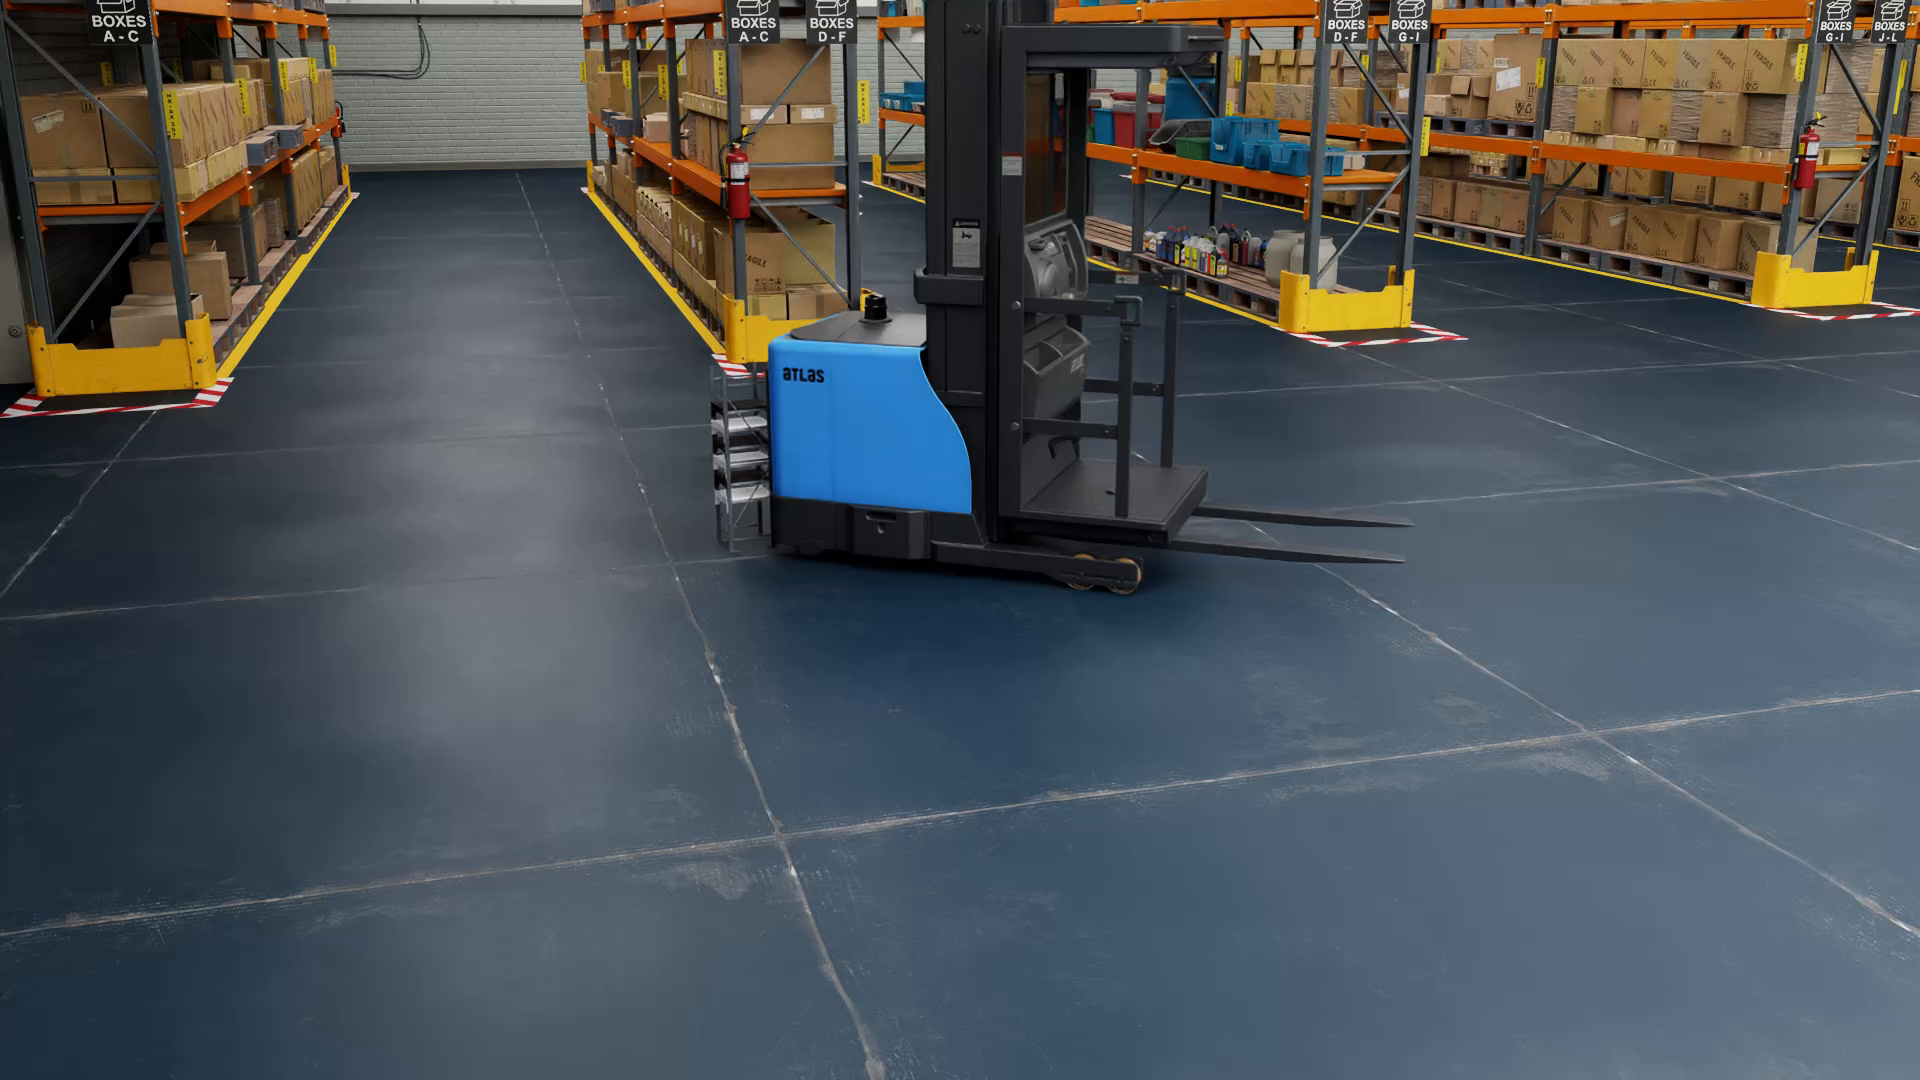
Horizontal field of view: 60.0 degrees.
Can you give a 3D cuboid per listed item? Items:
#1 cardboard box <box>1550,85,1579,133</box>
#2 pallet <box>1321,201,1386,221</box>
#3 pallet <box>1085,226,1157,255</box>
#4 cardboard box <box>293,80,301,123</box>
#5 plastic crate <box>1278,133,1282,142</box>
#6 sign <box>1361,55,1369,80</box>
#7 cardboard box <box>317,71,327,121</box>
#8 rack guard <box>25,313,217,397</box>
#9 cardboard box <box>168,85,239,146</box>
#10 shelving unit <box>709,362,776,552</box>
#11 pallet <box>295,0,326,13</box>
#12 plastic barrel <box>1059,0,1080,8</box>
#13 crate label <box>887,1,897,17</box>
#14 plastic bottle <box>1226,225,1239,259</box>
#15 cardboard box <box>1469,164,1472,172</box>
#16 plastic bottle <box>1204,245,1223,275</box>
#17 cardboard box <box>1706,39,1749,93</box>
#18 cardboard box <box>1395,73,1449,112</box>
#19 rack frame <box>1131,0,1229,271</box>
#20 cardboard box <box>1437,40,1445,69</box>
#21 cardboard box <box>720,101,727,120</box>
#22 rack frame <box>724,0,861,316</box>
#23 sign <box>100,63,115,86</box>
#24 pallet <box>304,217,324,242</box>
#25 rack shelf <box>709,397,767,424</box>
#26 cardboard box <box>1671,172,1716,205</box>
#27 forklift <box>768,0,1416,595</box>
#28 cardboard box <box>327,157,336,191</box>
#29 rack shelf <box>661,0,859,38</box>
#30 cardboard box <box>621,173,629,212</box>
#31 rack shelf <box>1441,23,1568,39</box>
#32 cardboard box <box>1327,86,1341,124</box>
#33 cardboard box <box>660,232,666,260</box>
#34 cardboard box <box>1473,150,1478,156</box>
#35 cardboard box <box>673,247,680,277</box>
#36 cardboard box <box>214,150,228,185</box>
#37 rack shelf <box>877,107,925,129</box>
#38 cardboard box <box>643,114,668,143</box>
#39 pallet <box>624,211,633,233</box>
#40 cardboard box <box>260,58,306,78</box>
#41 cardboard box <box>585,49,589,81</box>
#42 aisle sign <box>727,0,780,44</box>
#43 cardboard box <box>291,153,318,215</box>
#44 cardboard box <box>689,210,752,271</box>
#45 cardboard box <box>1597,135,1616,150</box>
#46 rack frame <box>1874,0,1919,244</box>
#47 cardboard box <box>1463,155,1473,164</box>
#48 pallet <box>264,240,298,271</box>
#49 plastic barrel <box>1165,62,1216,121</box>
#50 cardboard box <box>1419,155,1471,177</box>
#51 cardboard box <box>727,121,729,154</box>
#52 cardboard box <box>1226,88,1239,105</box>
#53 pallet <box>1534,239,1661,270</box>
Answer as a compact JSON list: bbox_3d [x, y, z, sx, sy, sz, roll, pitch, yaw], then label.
[{"bbox_3d":[7.201,-4.868,18.754,0.875,0.500,0.500,-5,17,-15],"label":"cardboard box"},{"bbox_3d":[5.894,-4.802,24.073,1.003,0.211,1.213,-5,17,-15],"label":"pallet"},{"bbox_3d":[1.783,-3.633,20.178,1.003,0.211,1.213,-5,17,-15],"label":"pallet"},{"bbox_3d":[-8.408,-5.376,20.411,0.500,0.500,0.500,-5,17,-16],"label":"cardboard box"},{"bbox_3d":[2.940,-4.060,17.012,0.499,0.251,0.616,-5,17,-15],"label":"plastic crate"},{"bbox_3d":[5.505,-6.424,22.610,0.100,0.325,0.005,-5,17,-15],"label":"sign"},{"bbox_3d":[-9.887,-6.543,24.500,0.980,0.700,0.700,-6,18,-18],"label":"cardboard box"},{"bbox_3d":[-6.072,-1.350,12.077,1.175,0.500,0.348,-5,17,-15],"label":"rack guard"},{"bbox_3d":[-6.581,-3.686,14.430,0.500,0.500,0.500,-5,17,-16],"label":"cardboard box"},{"bbox_3d":[-1.077,-0.411,8.253,0.258,0.900,0.210,-8,18,-24],"label":"shelving unit"},{"bbox_3d":[-10.234,-8.142,25.282,1.003,0.211,1.213,-5,17,-15],"label":"pallet"},{"bbox_3d":[1.472,-6.739,19.713,0.600,0.830,0.708,-5,17,-15],"label":"plastic barrel"},{"bbox_3d":[-0.980,-8.820,27.644,0.408,0.251,0.502,-5,17,-15],"label":"crate label"},{"bbox_3d":[2.882,-3.149,17.563,0.144,0.351,0.185,-6,18,-18],"label":"plastic bottle"},{"bbox_3d":[9.016,-6.588,29.396,0.380,0.149,0.250,-5,17,-15],"label":"cardboard box"},{"bbox_3d":[2.505,-2.761,16.399,0.152,0.276,0.135,-5,17,-15],"label":"plastic bottle"},{"bbox_3d":[7.705,-4.641,16.258,0.500,0.500,0.500,-5,17,-15],"label":"cardboard box"},{"bbox_3d":[6.225,-6.017,22.364,0.500,0.500,0.500,-7,18,-22],"label":"cardboard box"},{"bbox_3d":[2.375,-4.416,17.939,1.000,3.000,0.127,-5,17,-15],"label":"rack frame"},{"bbox_3d":[8.771,-8.730,29.873,0.500,0.500,0.500,-5,17,-16],"label":"cardboard box"},{"bbox_3d":[-1.788,-3.581,13.857,0.380,0.149,0.250,-4,17,-15],"label":"cardboard box"},{"bbox_3d":[-1.289,-2.919,12.955,1.000,3.000,0.127,-5,17,-15],"label":"rack frame"},{"bbox_3d":[-7.683,-4.142,15.015,0.100,0.325,0.005,-5,17,-15],"label":"sign"},{"bbox_3d":[-8.726,-3.964,21.283,1.003,0.211,1.213,-5,17,-15],"label":"pallet"},{"bbox_3d":[-1.078,-0.639,8.187,0.258,0.077,0.200,-8,18,-24],"label":"rack shelf"},{"bbox_3d":[10.916,-5.226,23.817,1.050,0.750,0.750,-5,17,-16],"label":"cardboard box"},{"bbox_3d":[0.642,-1.324,7.766,3.031,2.935,1.130,6,18,18],"label":"forklift"},{"bbox_3d":[-10.022,-5.632,25.602,0.700,0.500,0.500,-5,17,-15],"label":"cardboard box"},{"bbox_3d":[-1.839,-4.564,14.469,1.077,0.370,4.000,-5,17,-15],"label":"rack shelf"},{"bbox_3d":[-4.263,-4.673,22.376,0.500,0.500,0.500,-5,18,-17],"label":"cardboard box"},{"bbox_3d":[9.186,-9.030,29.335,1.077,0.370,4.000,-5,17,-15],"label":"rack shelf"},{"bbox_3d":[5.533,-6.217,23.761,0.500,0.500,0.500,-5,17,-16],"label":"cardboard box"},{"bbox_3d":[-2.919,-3.141,17.745,0.500,0.250,0.500,-5,17,-16],"label":"cardboard box"},{"bbox_3d":[9.207,-6.797,29.056,0.380,0.149,0.250,-4,17,-13],"label":"cardboard box"},{"bbox_3d":[-2.553,-2.757,16.467,0.500,0.250,0.500,-5,17,-15],"label":"cardboard box"},{"bbox_3d":[-6.308,-3.048,13.611,0.500,0.250,0.500,-5,17,-15],"label":"cardboard box"},{"bbox_3d":[-0.373,-6.837,27.251,1.077,0.370,4.000,-5,17,-15],"label":"rack shelf"},{"bbox_3d":[-3.428,-4.826,19.460,0.500,0.311,0.500,-5,17,-16],"label":"cardboard box"},{"bbox_3d":[-3.988,-4.342,22.542,1.003,0.211,1.213,-5,17,-15],"label":"pallet"},{"bbox_3d":[-8.844,-6.153,21.694,0.500,0.250,0.500,-4,17,-14],"label":"cardboard box"},{"bbox_3d":[-5.818,-7.728,27.052,0.500,0.500,0.500,-4,17,-14],"label":"cardboard box"},{"bbox_3d":[-1.554,-4.122,12.443,0.394,0.787,0.004,-5,17,-15],"label":"aisle sign"},{"bbox_3d":[-8.798,-4.602,21.565,0.750,0.750,0.750,-4,17,-14],"label":"cardboard box"},{"bbox_3d":[-2.148,-2.701,14.976,0.500,0.500,0.500,-5,17,-15],"label":"cardboard box"},{"bbox_3d":[7.166,-4.326,18.076,0.380,0.149,0.250,-5,17,-15],"label":"cardboard box"},{"bbox_3d":[11.934,-5.172,20.455,1.000,3.000,0.127,-5,17,-15],"label":"rack frame"},{"bbox_3d":[9.103,-6.717,29.309,0.380,0.149,0.250,-4,17,-14],"label":"cardboard box"},{"bbox_3d":[-8.036,-3.187,18.696,1.003,0.211,1.213,-5,17,-15],"label":"pallet"},{"bbox_3d":[2.560,-4.787,18.302,0.600,0.901,0.708,-5,17,-15],"label":"plastic barrel"},{"bbox_3d":[6.407,-4.958,22.019,0.500,0.250,0.500,-3,17,-9],"label":"cardboard box"},{"bbox_3d":[-1.554,-3.242,13.856,0.700,0.500,0.500,-4,17,-14],"label":"cardboard box"},{"bbox_3d":[4.565,-7.192,26.925,0.500,0.250,0.500,-5,17,-16],"label":"cardboard box"},{"bbox_3d":[7.356,-3.289,19.034,1.003,0.211,1.213,-5,17,-15],"label":"pallet"}]
